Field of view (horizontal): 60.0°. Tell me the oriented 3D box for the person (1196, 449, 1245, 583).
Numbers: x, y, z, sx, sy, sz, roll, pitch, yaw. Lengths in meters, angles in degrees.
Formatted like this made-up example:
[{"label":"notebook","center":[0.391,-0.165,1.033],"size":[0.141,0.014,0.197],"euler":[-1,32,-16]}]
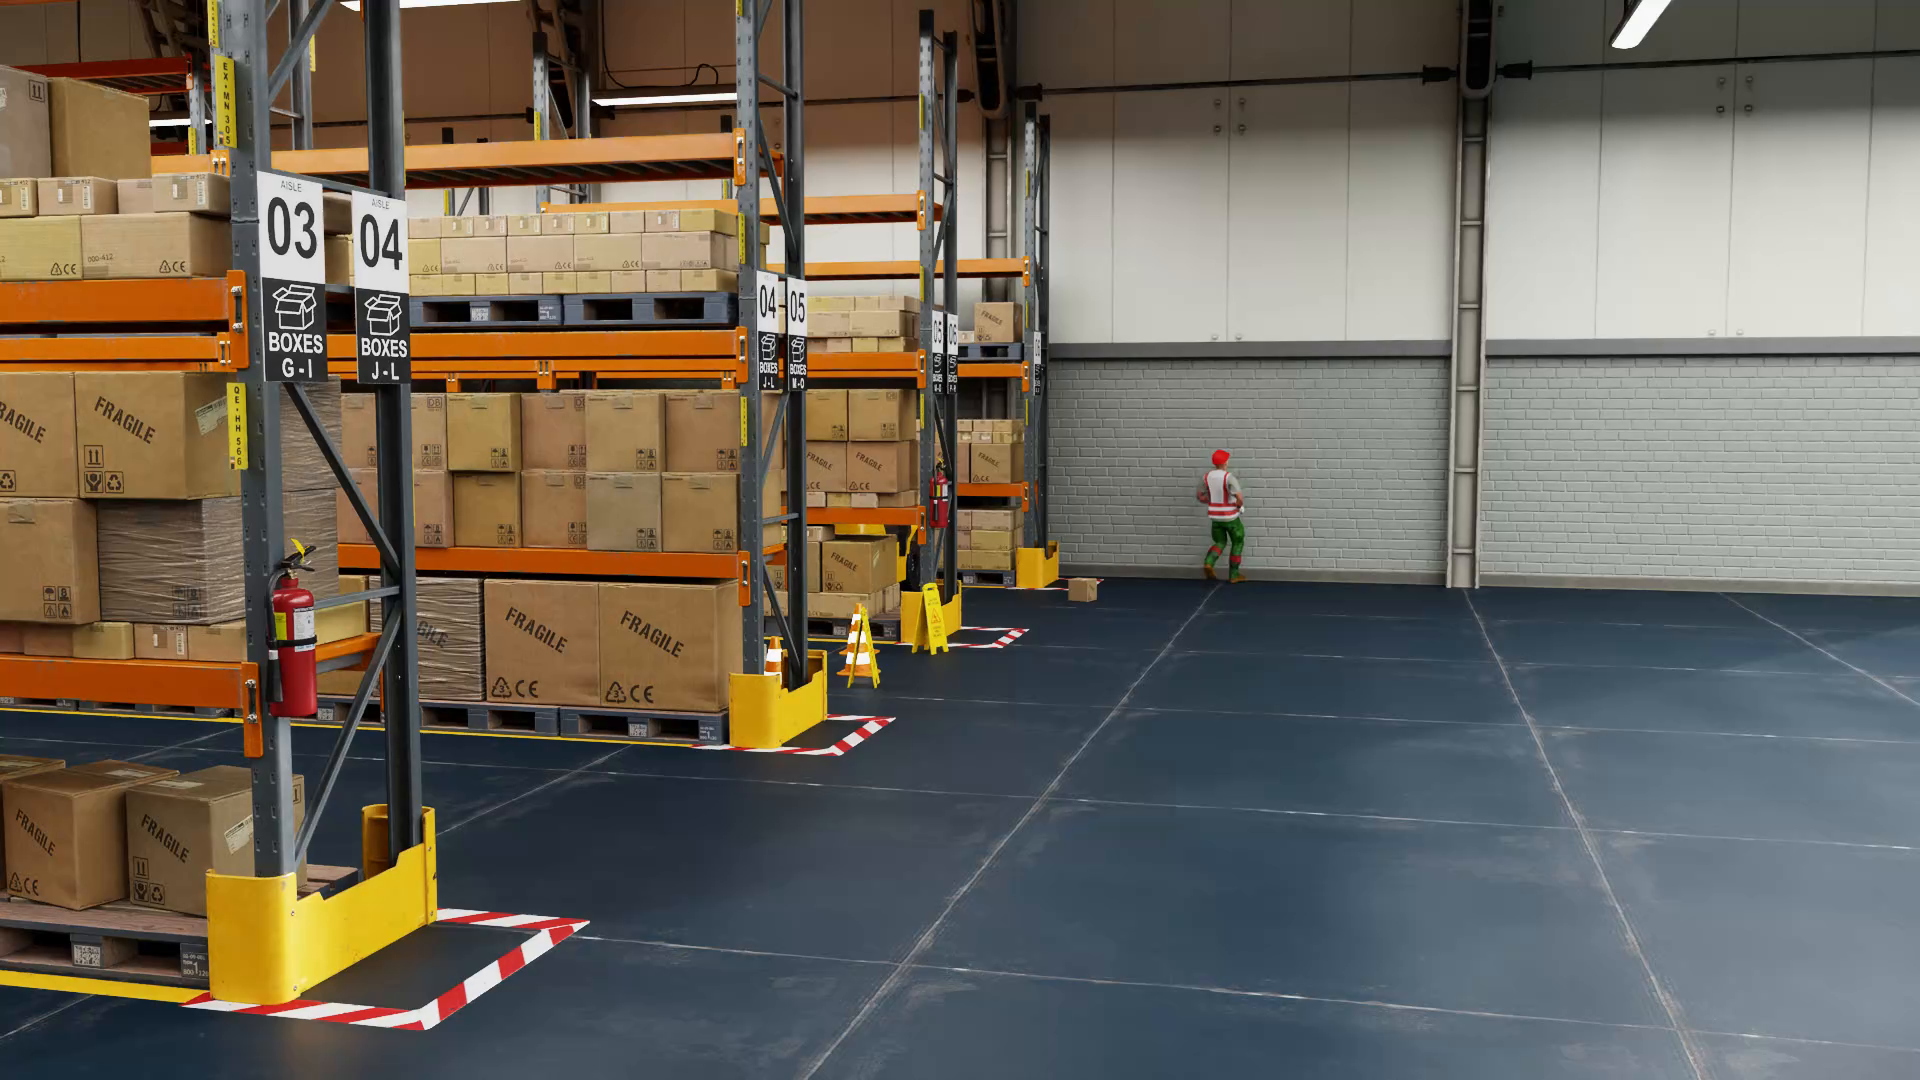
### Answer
[{"label":"person","center":[3.429,-0.301,21.284],"size":[0.680,1.724,0.713],"euler":[4,6,41]}]
